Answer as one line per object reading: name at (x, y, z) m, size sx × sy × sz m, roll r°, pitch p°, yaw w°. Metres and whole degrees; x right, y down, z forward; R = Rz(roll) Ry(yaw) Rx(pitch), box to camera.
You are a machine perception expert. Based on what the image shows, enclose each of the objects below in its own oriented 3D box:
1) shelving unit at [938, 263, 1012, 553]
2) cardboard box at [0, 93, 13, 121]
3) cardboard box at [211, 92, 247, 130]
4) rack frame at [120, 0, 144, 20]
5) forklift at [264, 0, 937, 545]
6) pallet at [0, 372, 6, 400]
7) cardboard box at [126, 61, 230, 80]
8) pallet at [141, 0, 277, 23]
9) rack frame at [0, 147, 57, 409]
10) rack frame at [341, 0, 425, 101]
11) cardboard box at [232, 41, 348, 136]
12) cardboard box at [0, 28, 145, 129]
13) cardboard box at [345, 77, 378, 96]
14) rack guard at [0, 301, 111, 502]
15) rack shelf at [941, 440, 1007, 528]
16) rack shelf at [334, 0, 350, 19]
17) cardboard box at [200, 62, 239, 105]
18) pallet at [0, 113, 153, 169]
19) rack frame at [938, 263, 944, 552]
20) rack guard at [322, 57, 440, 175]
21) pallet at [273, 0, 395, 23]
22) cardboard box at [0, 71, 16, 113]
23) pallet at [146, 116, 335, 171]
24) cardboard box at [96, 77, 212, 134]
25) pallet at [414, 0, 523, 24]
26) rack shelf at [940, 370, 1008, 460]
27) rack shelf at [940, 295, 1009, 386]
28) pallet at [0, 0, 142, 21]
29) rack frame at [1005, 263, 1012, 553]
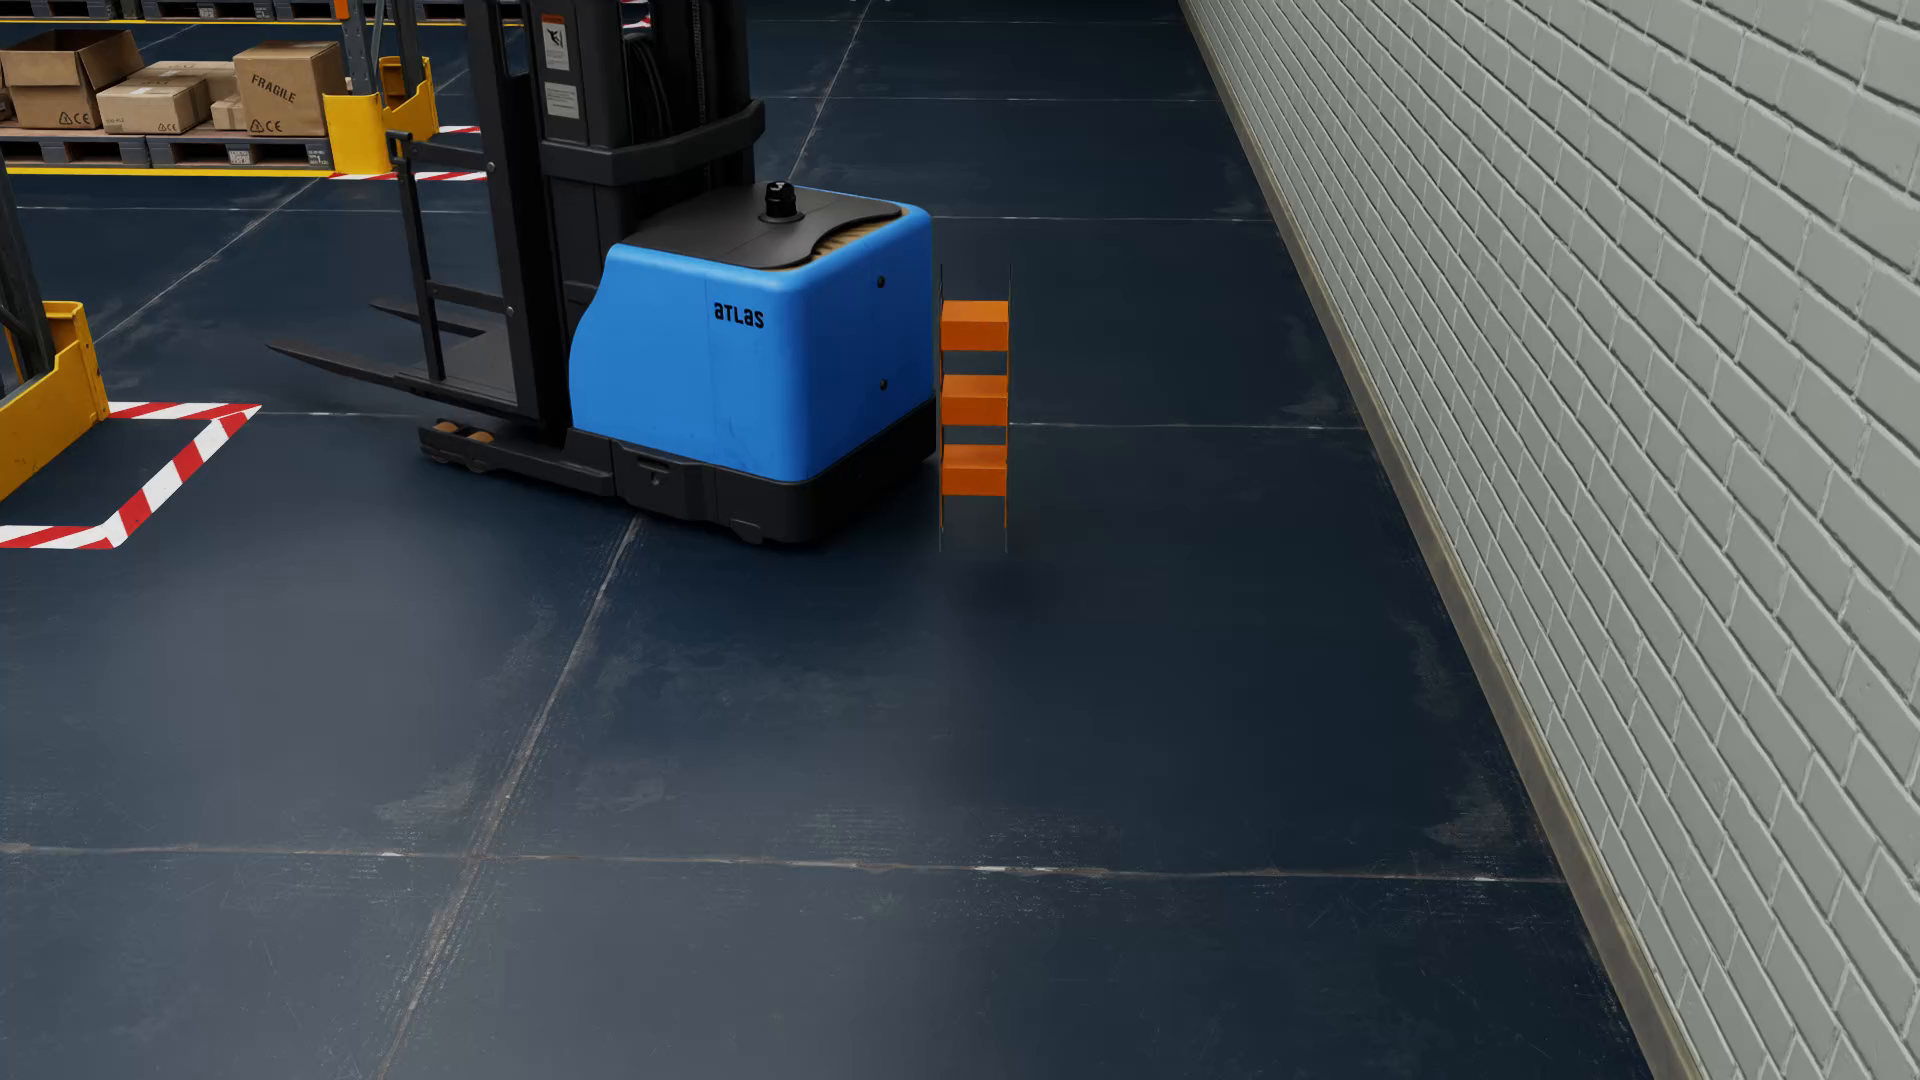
shelving unit at (0.053, -0.463, 6.002) m, size 0.252 × 1.050 × 0.215 m, roll 1°, pitch 28°, yaw 2°
cardboard box at (-6.481, -2.833, 10.948) m, size 0.250 × 0.166 × 0.380 m, roll 1°, pitch 28°, yaw 2°
cardboard box at (-4.714, -2.828, 10.937) m, size 0.250 × 0.166 × 0.380 m, roll 1°, pitch 28°, yaw 2°
rack frame at (-7.586, -6.327, 14.984) m, size 0.127 × 3.000 × 1.000 m, roll 1°, pitch 28°, yaw 2°
forklift at (-1.630, -1.765, 6.450) m, size 3.031 × 2.935 × 1.130 m, roll 15°, pitch 31°, yaw 26°
pallet at (-4.761, -0.424, 6.824) m, size 1.213 × 0.211 × 1.003 m, roll 1°, pitch 28°, yaw 2°
cardboard box at (-5.293, -3.080, 11.324) m, size 0.500 × 0.250 × 0.500 m, roll 1°, pitch 28°, yaw 2°
pallet at (-6.829, -5.046, 15.544) m, size 1.213 × 0.211 × 1.003 m, roll 1°, pitch 28°, yaw 2°
rack frame at (-3.939, -1.624, 6.111) m, size 0.127 × 3.000 × 1.000 m, roll 1°, pitch 28°, yaw 2°
rack frame at (-3.760, -3.943, 10.485) m, size 0.127 × 3.000 × 1.000 m, roll 1°, pitch 28°, yaw 2°
cardboard box at (-4.312, -2.926, 10.767) m, size 0.500 × 0.500 × 0.500 m, roll 1°, pitch 28°, yaw 2°
cardboard box at (-5.880, -3.072, 11.037) m, size 0.637 × 0.503 × 0.797 m, roll 1°, pitch 28°, yaw 2°
cardboard box at (-4.166, -3.045, 11.366) m, size 0.250 × 0.149 × 0.380 m, roll 1°, pitch 28°, yaw 2°
rack guard at (-3.914, -0.525, 6.707) m, size 0.348 × 0.500 × 1.175 m, roll 1°, pitch 28°, yaw 2°
rack shelf at (0.053, -0.208, 6.138) m, size 0.240 × 0.259 × 0.215 m, roll 1°, pitch 28°, yaw 2°
rack shelf at (-5.759, -3.658, 10.716) m, size 4.000 × 0.370 × 1.077 m, roll 1°, pitch 28°, yaw 2°
cardboard box at (-4.793, -3.072, 11.309) m, size 0.500 × 0.250 × 0.500 m, roll 1°, pitch 28°, yaw 2°
pallet at (-5.849, -2.746, 11.205) m, size 1.213 × 0.211 × 1.003 m, roll 1°, pitch 28°, yaw 2°
rack frame at (-0.068, -0.465, 6.006) m, size 0.008 × 1.050 × 0.200 m, roll 1°, pitch 28°, yaw 2°
rack guard at (-3.836, -2.839, 11.073) m, size 0.348 × 0.500 × 1.175 m, roll 1°, pitch 28°, yaw 2°
pallet at (-5.607, -5.027, 15.508) m, size 1.213 × 0.211 × 1.003 m, roll 1°, pitch 28°, yaw 2°
cardboard box at (-6.429, -3.126, 11.346) m, size 0.500 × 0.311 × 0.500 m, roll 1°, pitch 28°, yaw 2°
pallet at (-4.633, -2.724, 11.164) m, size 1.213 × 0.211 × 1.003 m, roll 1°, pitch 28°, yaw 2°
cardboard box at (-5.260, -2.846, 10.881) m, size 0.500 × 0.250 × 0.500 m, roll 1°, pitch 28°, yaw 2°
pallet at (-4.391, -5.006, 15.468) m, size 1.213 × 0.211 × 1.003 m, roll 1°, pitch 28°, yaw 2°
rack shelf at (0.053, -0.454, 6.007) m, size 0.240 × 0.259 × 0.215 m, roll 1°, pitch 28°, yaw 2°
rack shelf at (0.053, -0.704, 5.874) m, size 0.240 × 0.259 × 0.215 m, roll 1°, pitch 28°, yaw 2°
pallet at (-8.360, -5.073, 15.594) m, size 1.213 × 0.211 × 1.003 m, roll 1°, pitch 28°, yaw 2°
rack frame at (0.175, -0.461, 5.999) m, size 0.008 × 1.050 × 0.200 m, roll 1°, pitch 28°, yaw 2°
